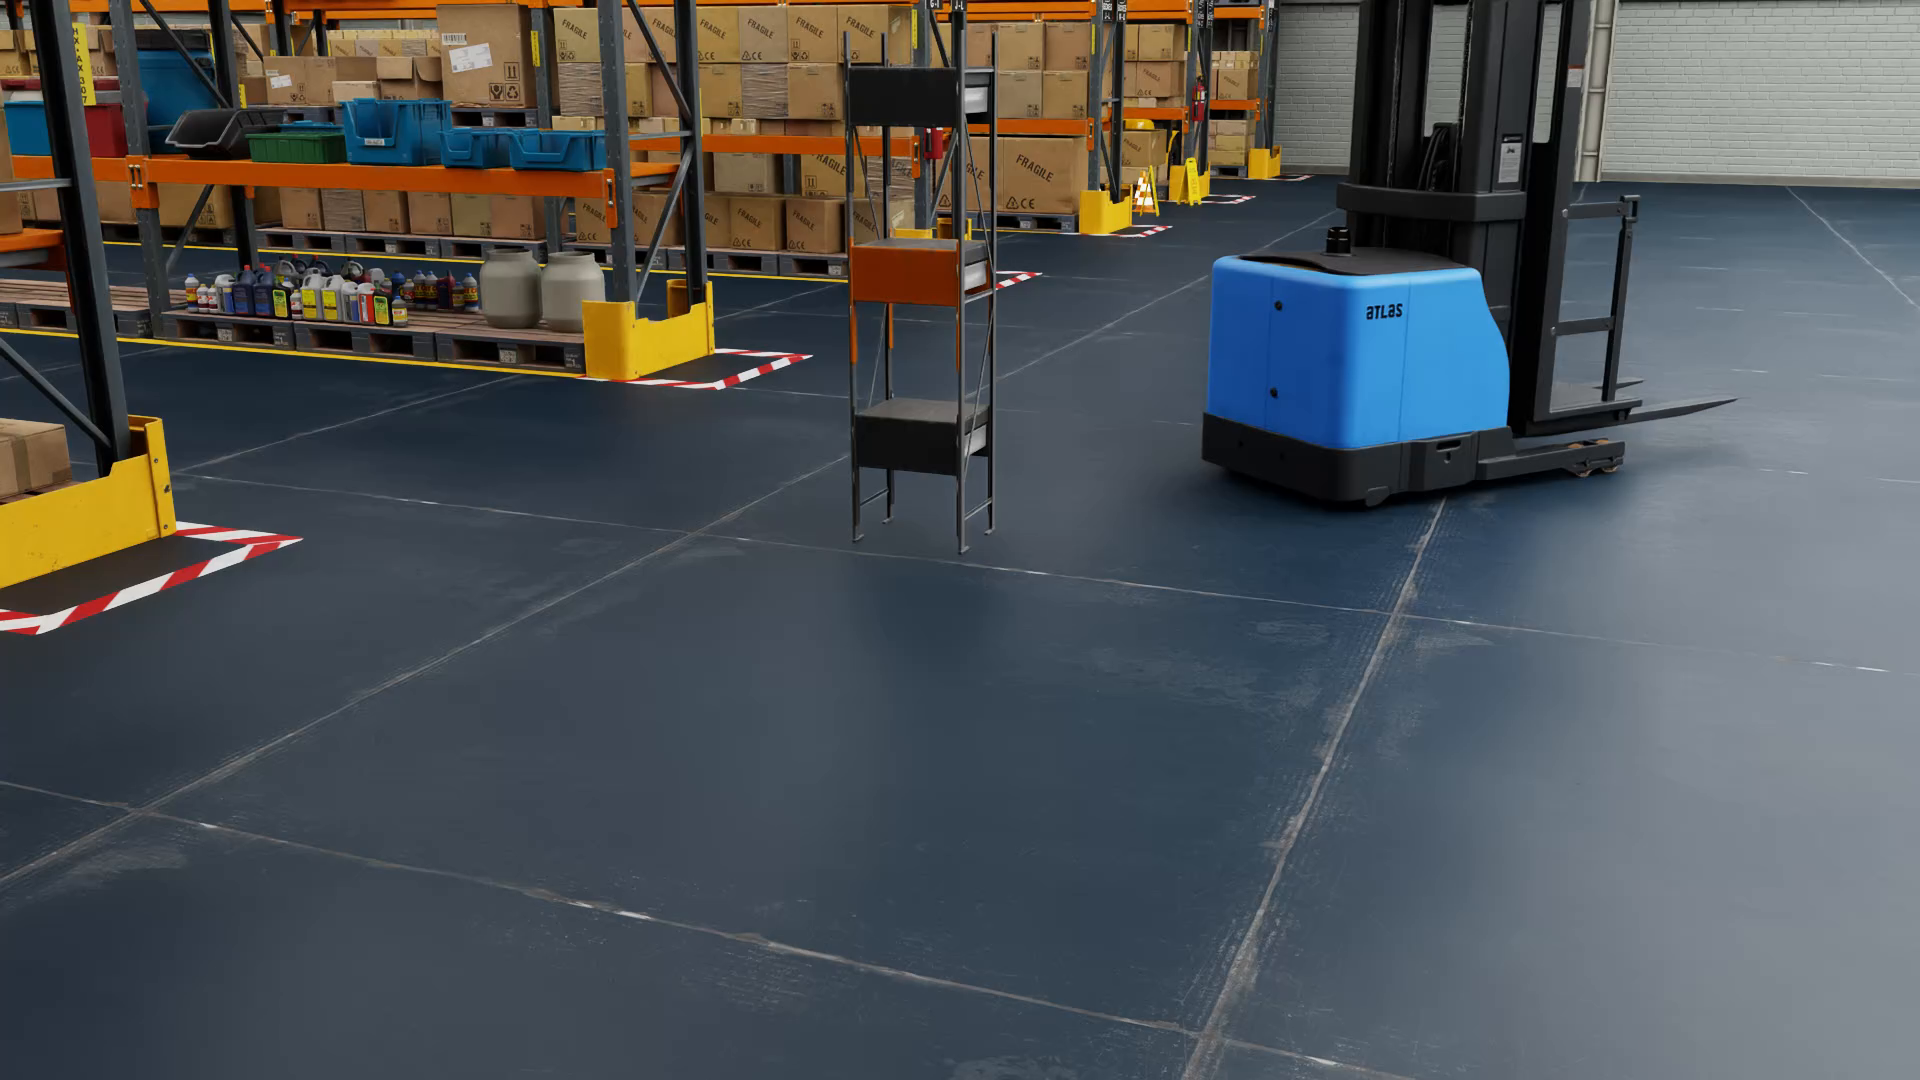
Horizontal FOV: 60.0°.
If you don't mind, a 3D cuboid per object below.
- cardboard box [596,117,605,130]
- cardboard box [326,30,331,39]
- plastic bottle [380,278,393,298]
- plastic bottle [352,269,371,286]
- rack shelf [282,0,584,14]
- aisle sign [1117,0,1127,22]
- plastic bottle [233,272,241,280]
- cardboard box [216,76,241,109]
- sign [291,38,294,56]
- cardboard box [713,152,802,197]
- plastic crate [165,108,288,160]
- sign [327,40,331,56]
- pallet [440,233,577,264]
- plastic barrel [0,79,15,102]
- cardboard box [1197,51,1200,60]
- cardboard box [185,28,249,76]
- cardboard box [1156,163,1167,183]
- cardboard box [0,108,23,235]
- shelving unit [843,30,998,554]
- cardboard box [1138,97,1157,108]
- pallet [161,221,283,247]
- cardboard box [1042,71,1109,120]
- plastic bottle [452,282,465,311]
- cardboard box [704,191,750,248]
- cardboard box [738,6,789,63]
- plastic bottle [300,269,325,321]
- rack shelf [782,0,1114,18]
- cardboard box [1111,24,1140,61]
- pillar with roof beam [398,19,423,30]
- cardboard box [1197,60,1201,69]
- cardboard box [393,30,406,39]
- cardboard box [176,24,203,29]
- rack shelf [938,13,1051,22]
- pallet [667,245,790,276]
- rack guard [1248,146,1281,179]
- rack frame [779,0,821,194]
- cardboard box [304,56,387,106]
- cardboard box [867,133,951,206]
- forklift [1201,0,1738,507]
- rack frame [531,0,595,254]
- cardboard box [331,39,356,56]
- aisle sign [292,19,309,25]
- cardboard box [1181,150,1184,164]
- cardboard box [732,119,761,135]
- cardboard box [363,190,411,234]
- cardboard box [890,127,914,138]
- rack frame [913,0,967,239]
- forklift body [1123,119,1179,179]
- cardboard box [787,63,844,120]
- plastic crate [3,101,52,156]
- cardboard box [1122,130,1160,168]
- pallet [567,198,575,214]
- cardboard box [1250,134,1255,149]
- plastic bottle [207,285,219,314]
[{"bbox_3d":[-3.336,-4.061,16.233,0.250,0.149,0.380,6,17,21],"label":"cardboard box"},{"bbox_3d":[-10.925,-8.850,29.143,0.250,0.149,0.380,7,17,22],"label":"cardboard box"},{"bbox_3d":[-4.260,-1.846,12.381,0.097,0.201,0.097,0,16,0],"label":"plastic bottle"},{"bbox_3d":[-4.419,-1.862,12.291,0.133,0.283,0.061,6,17,21],"label":"plastic bottle"},{"bbox_3d":[-5.757,-5.629,17.093,4.000,0.370,1.077,6,17,21],"label":"rack shelf"},{"bbox_3d":[1.915,-6.515,19.573,0.004,0.787,0.394,6,17,21],"label":"aisle sign"},{"bbox_3d":[-5.229,-1.807,12.100,0.133,0.283,0.061,6,17,21],"label":"plastic bottle"},{"bbox_3d":[-8.167,-4.773,18.054,0.500,0.500,0.500,7,18,22],"label":"cardboard box"},{"bbox_3d":[-7.427,-5.398,18.453,0.005,0.325,0.100,6,17,21],"label":"sign"},{"bbox_3d":[-2.593,-4.767,21.495,0.750,0.750,1.050,6,17,20],"label":"cardboard box"},{"bbox_3d":[-5.273,-2.928,11.992,0.504,0.338,0.767,6,17,21],"label":"plastic crate"},{"bbox_3d":[-9.224,-7.124,24.256,0.005,0.325,0.100,6,17,21],"label":"sign"},{"bbox_3d":[-4.621,-3.069,17.368,1.213,0.211,1.003,6,17,21],"label":"pallet"},{"bbox_3d":[-7.608,-3.384,13.206,0.433,0.535,0.433,0,16,0],"label":"plastic barrel"},{"bbox_3d":[4.170,-8.344,28.659,0.250,0.149,0.380,6,17,21],"label":"cardboard box"},{"bbox_3d":[-8.292,-5.347,18.234,0.637,0.503,0.797,7,18,23],"label":"cardboard box"},{"bbox_3d":[2.812,-5.526,25.006,0.500,0.250,0.500,6,17,20],"label":"cardboard box"},{"bbox_3d":[-4.243,-1.450,6.610,0.500,0.500,0.700,6,17,21],"label":"cardboard box"},{"bbox_3d":[-0.154,-1.025,6.939,0.503,2.100,0.431,6,17,21],"label":"shelving unit"},{"bbox_3d":[2.758,-6.350,24.116,0.250,0.149,0.380,6,17,20],"label":"cardboard box"},{"bbox_3d":[-8.323,-3.499,18.849,1.213,0.211,1.003,6,17,21],"label":"pallet"},{"bbox_3d":[1.377,-5.294,19.761,0.550,0.550,0.875,6,17,21],"label":"cardboard box"},{"bbox_3d":[-3.661,-1.780,12.154,0.097,0.201,0.097,0,16,0],"label":"plastic bottle"},{"bbox_3d":[-2.397,-3.179,16.476,0.500,0.500,0.500,5,17,16],"label":"cardboard box"},{"bbox_3d":[-1.709,-4.685,15.424,0.500,0.500,0.500,6,17,21],"label":"cardboard box"},{"bbox_3d":[-4.544,-1.731,11.718,0.185,0.351,0.144,6,17,20],"label":"plastic bottle"},{"bbox_3d":[-0.122,-6.496,20.079,4.000,0.370,1.077,6,17,21],"label":"rack shelf"},{"bbox_3d":[2.438,-7.211,24.125,0.500,0.500,0.700,6,17,21],"label":"cardboard box"},{"bbox_3d":[-13.362,-11.689,31.296,0.400,9.000,9.100,6,17,21],"label":"pillar with roof beam"},{"bbox_3d":[4.159,-8.189,28.660,0.250,0.149,0.380,6,17,20],"label":"cardboard box"},{"bbox_3d":[-9.506,-8.675,28.539,0.250,0.149,0.380,6,17,21],"label":"cardboard box"},{"bbox_3d":[-10.915,-7.180,24.020,0.500,0.500,0.500,7,18,22],"label":"cardboard box"},{"bbox_3d":[-0.303,-9.487,30.382,4.000,0.370,1.077,6,17,21],"label":"rack shelf"},{"bbox_3d":[-2.120,-2.806,16.461,1.213,0.211,1.003,6,17,21],"label":"pallet"},{"bbox_3d":[5.301,-6.575,28.926,0.348,0.500,1.175,6,17,21],"label":"rack guard"},{"bbox_3d":[-1.982,-5.605,21.101,0.127,3.000,1.000,6,17,21],"label":"rack frame"},{"bbox_3d":[-6.544,-4.912,17.781,0.500,0.500,0.700,9,19,29],"label":"cardboard box"},{"bbox_3d":[-0.583,-4.613,20.741,0.875,0.875,0.875,6,17,21],"label":"cardboard box"},{"bbox_3d":[2.746,-1.836,8.242,3.031,2.935,1.130,-9,18,-28],"label":"forklift"},{"bbox_3d":[-3.896,-4.329,16.706,0.127,3.000,1.000,6,17,21],"label":"rack frame"},{"bbox_3d":[-10.598,-8.481,29.035,0.500,0.500,0.500,6,17,19],"label":"cardboard box"},{"bbox_3d":[-11.597,-9.308,29.191,0.004,0.787,0.394,6,17,21],"label":"aisle sign"},{"bbox_3d":[3.804,-6.732,29.162,0.500,0.250,0.500,6,17,21],"label":"cardboard box"},{"bbox_3d":[-1.950,-3.901,15.682,0.250,0.149,0.380,6,17,21],"label":"cardboard box"},{"bbox_3d":[-5.936,-3.576,17.807,0.500,0.500,0.700,8,18,25],"label":"cardboard box"},{"bbox_3d":[-0.516,-3.775,15.248,0.250,0.149,0.380,6,17,21],"label":"cardboard box"},{"bbox_3d":[-0.175,-3.920,15.296,0.127,3.000,1.000,6,17,21],"label":"rack frame"},{"bbox_3d":[2.845,-7.091,27.742,1.214,2.155,2.313,6,17,21],"label":"forklift body"},{"bbox_3d":[-1.186,-4.194,15.528,0.500,0.500,0.875,6,17,21],"label":"cardboard box"},{"bbox_3d":[-6.854,-3.069,12.394,0.575,0.384,0.392,6,17,21],"label":"plastic crate"},{"bbox_3d":[2.620,-5.746,24.419,0.500,0.500,0.500,6,17,21],"label":"cardboard box"},{"bbox_3d":[-4.998,-4.575,22.555,1.213,0.211,1.003,6,17,21],"label":"pallet"},{"bbox_3d":[4.917,-7.001,29.192,0.500,0.250,0.500,7,17,22],"label":"cardboard box"},{"bbox_3d":[-5.389,-1.745,12.034,0.097,0.201,0.097,0,16,0],"label":"plastic bottle"}]
